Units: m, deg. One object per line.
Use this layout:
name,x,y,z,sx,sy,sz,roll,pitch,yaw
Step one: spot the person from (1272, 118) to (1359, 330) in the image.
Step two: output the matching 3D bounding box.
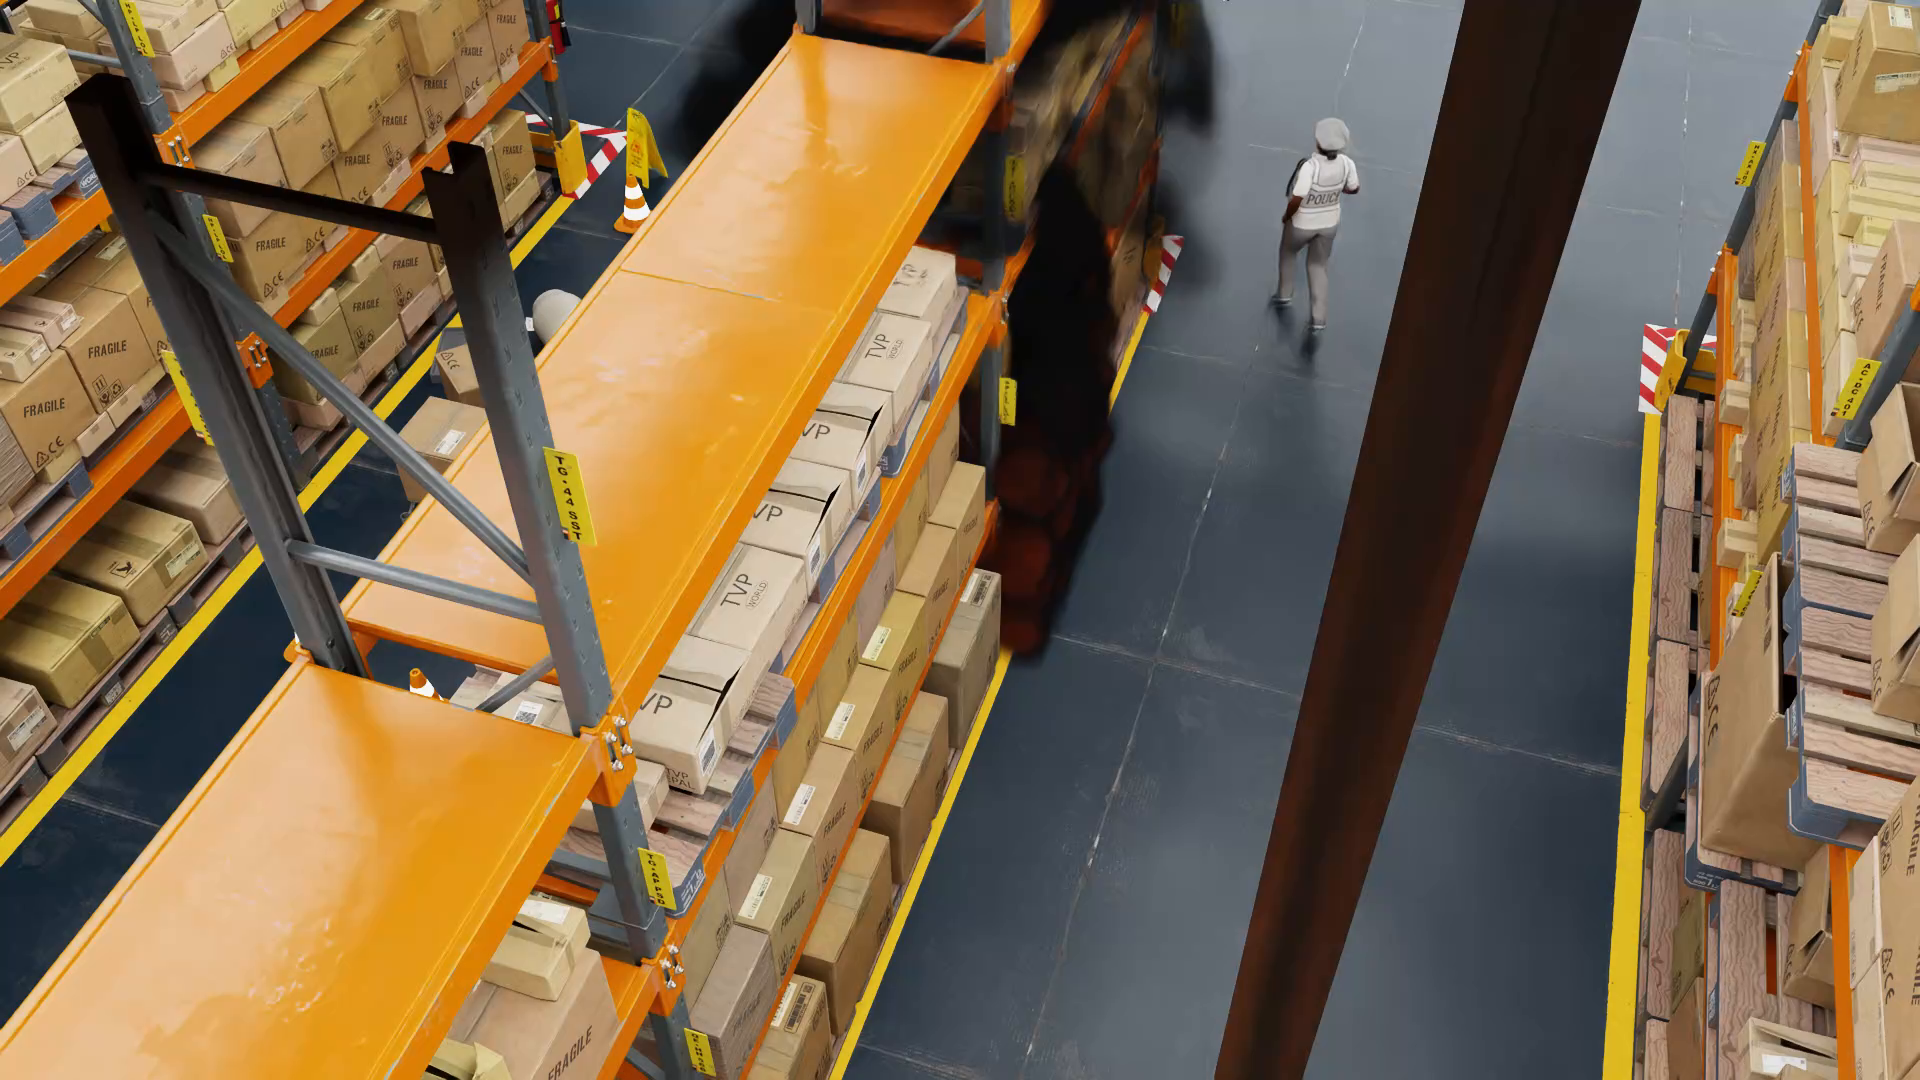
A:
person,2.601,-2.272,12.192,0.613,1.766,0.785,-8,46,-8
